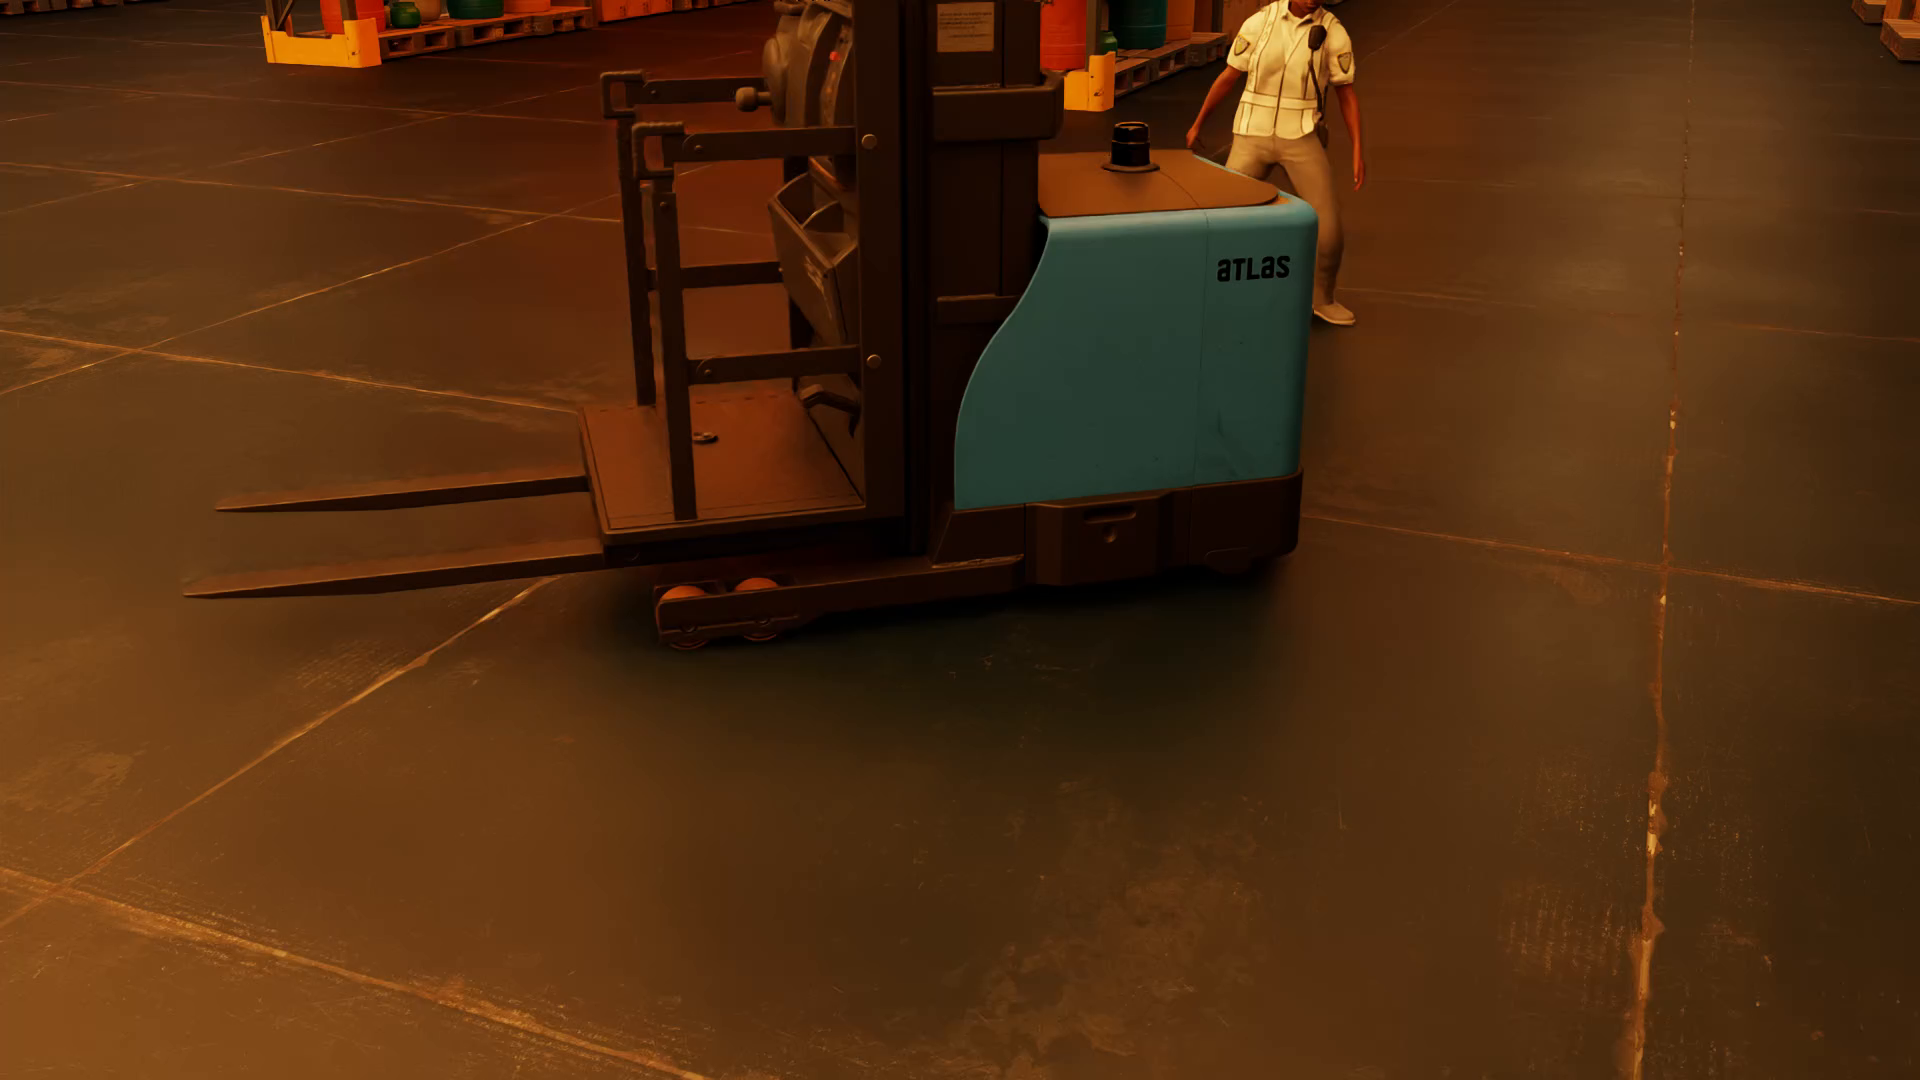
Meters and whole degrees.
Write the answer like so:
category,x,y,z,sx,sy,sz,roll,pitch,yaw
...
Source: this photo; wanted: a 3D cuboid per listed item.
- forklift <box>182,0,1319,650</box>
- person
category,x,y,z,sx,sy,sz,roll,pitch,yaw
forklift,-0.587,-1.288,4.374,3.031,2.935,1.130,-6,23,-14
person,1.376,-1.737,7.219,0.812,1.583,0.469,8,24,18
